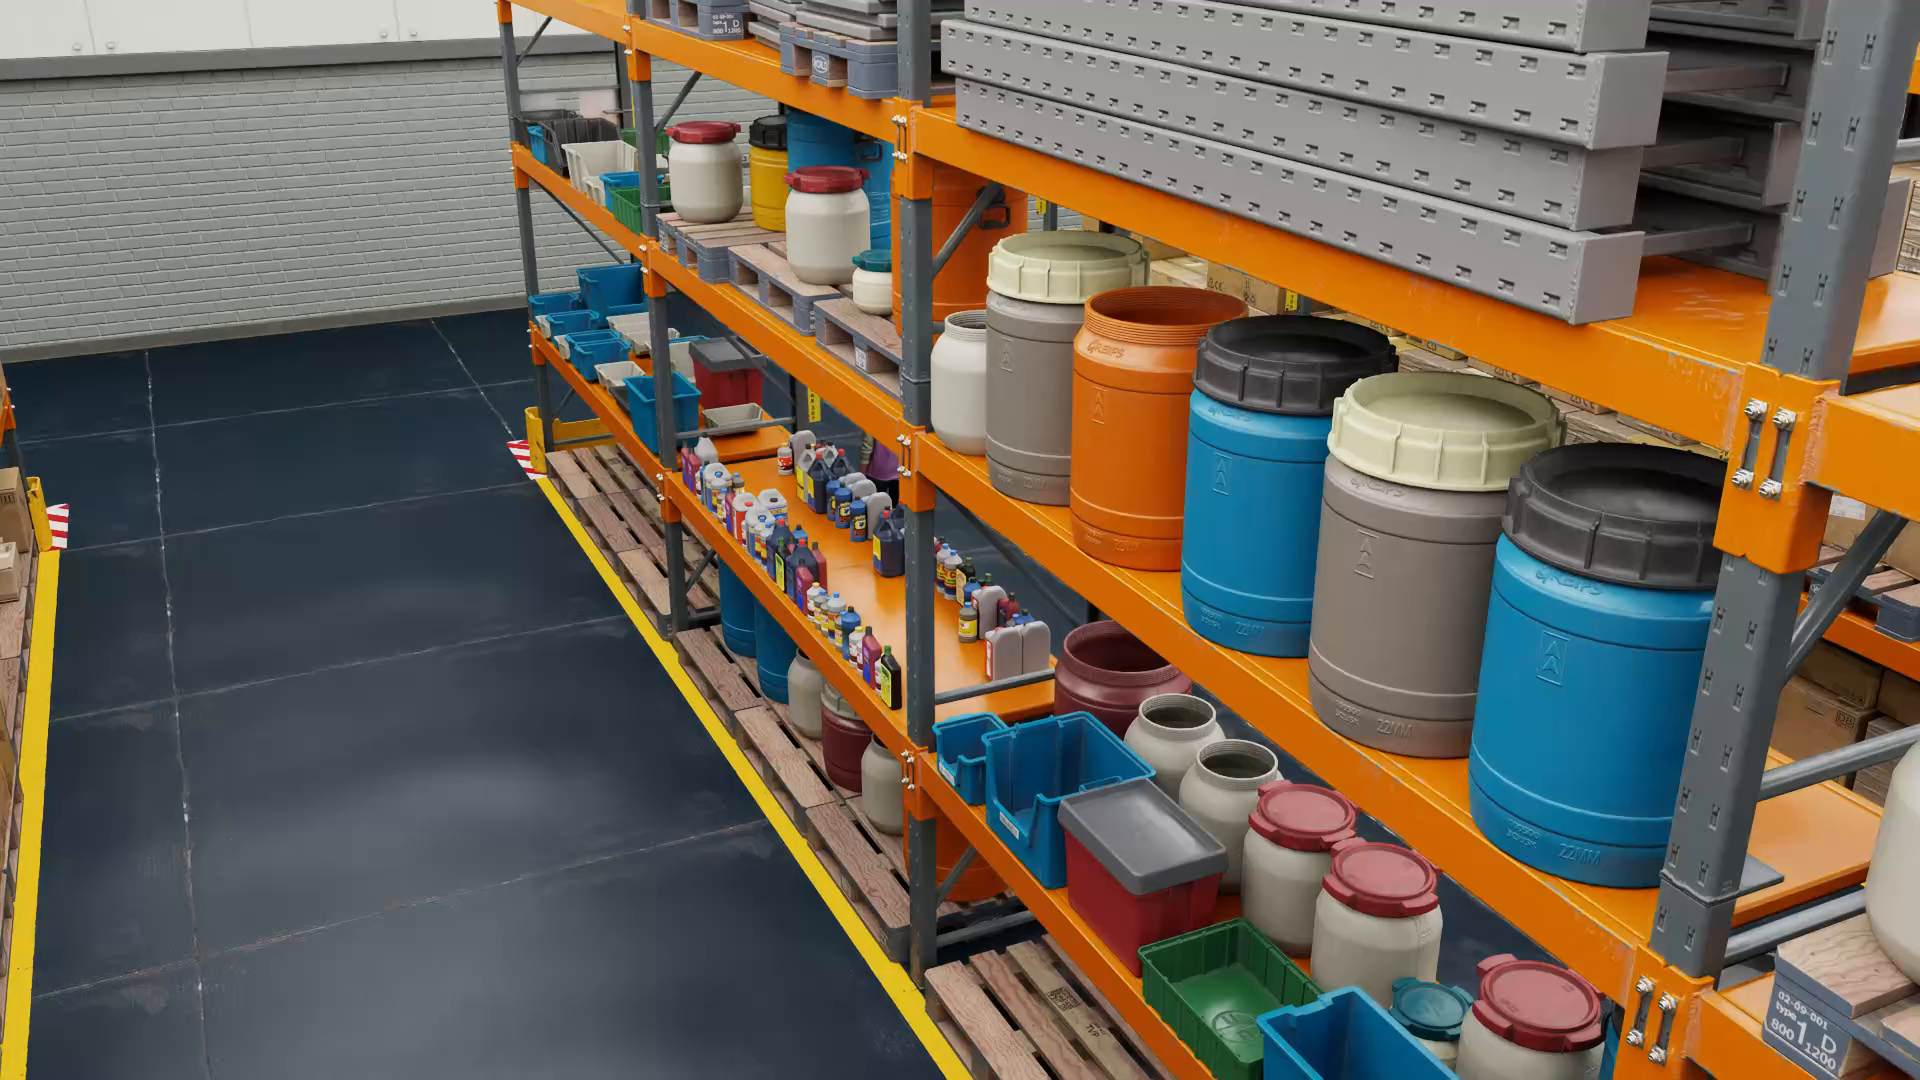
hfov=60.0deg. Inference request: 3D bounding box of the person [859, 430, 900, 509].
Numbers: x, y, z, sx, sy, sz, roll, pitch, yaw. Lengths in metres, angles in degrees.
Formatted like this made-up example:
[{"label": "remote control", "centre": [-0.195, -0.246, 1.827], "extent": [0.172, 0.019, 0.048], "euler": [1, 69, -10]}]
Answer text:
[{"label": "person", "centre": [-0.542, -0.506, 12.222], "extent": [0.481, 1.591, 0.346], "euler": [-16, 27, -34]}]
